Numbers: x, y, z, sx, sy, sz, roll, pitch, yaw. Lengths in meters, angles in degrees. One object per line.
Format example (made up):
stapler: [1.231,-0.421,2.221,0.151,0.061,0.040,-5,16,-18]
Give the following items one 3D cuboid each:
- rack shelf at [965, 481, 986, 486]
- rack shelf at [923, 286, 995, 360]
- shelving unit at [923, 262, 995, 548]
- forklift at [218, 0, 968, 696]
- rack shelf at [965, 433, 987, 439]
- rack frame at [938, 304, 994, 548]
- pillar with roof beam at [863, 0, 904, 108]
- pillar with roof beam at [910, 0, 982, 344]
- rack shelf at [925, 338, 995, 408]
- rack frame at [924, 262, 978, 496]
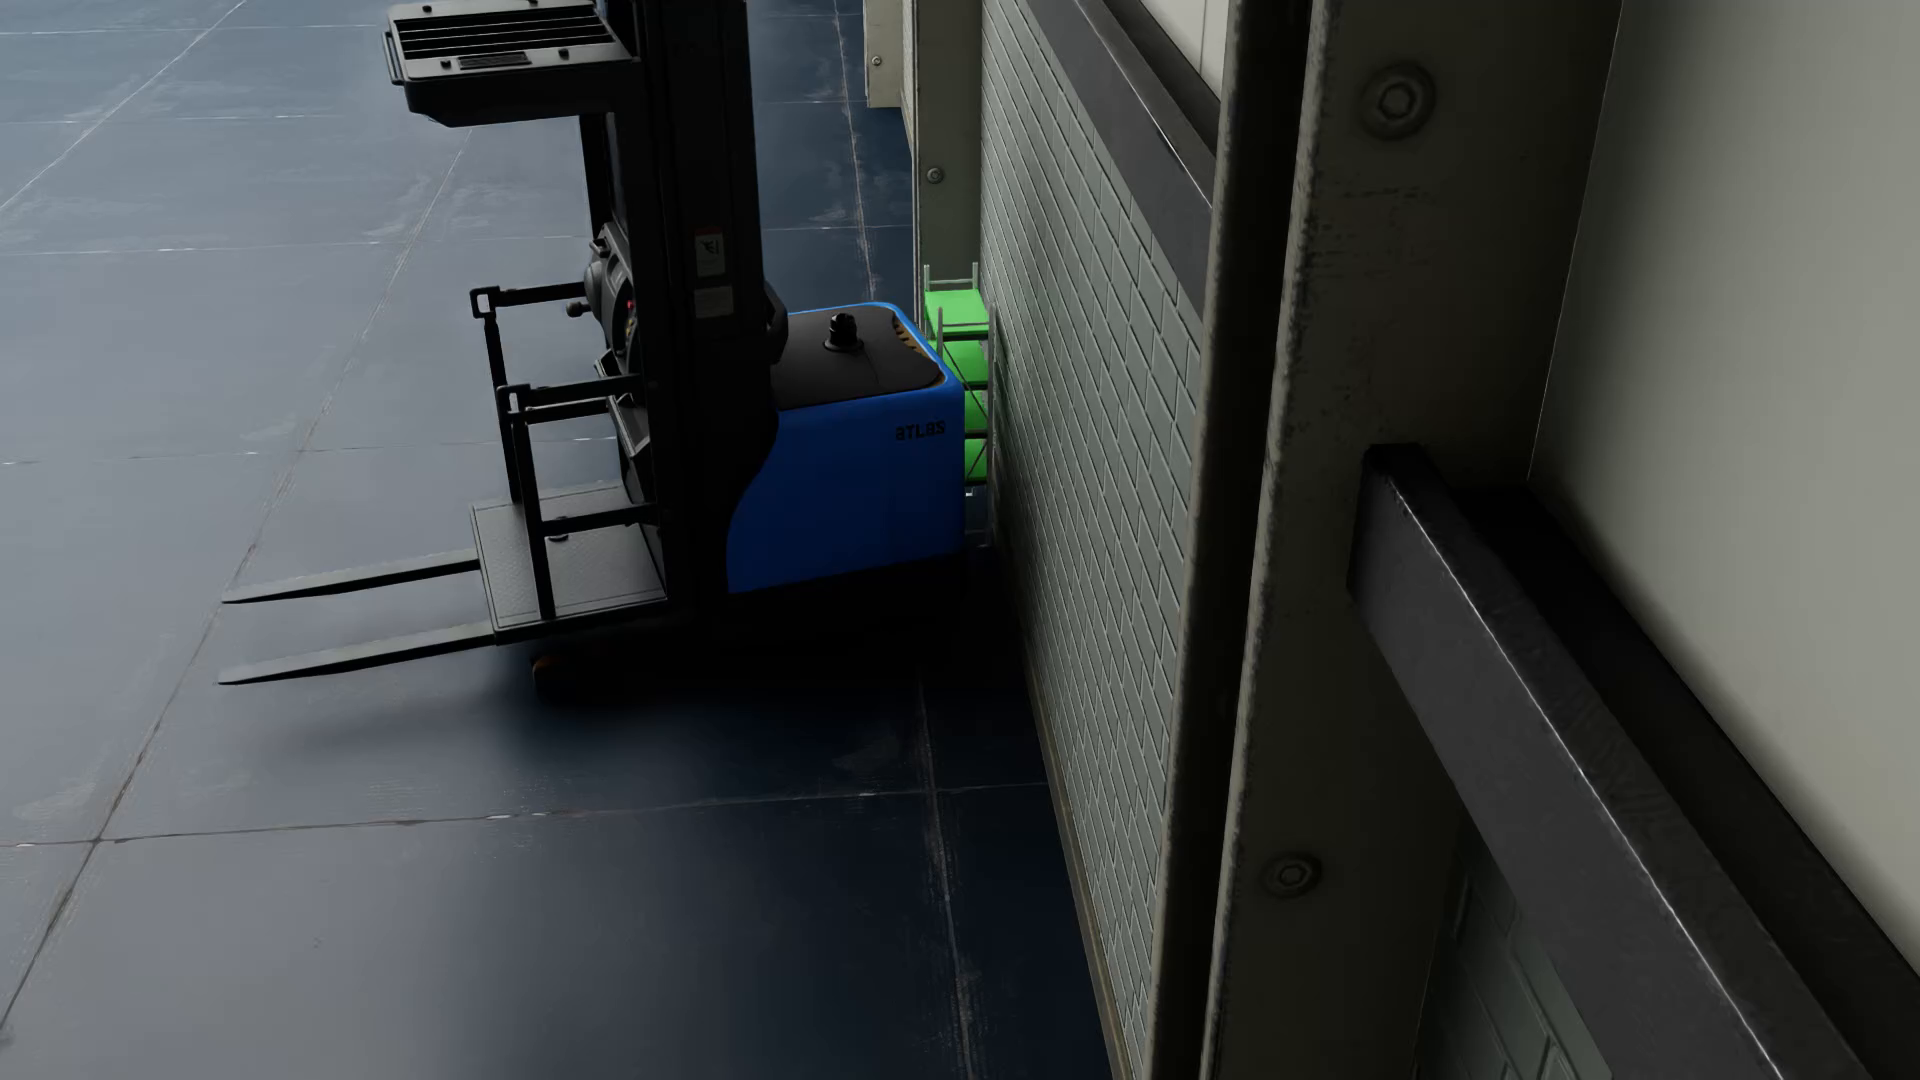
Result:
rack shelf: [-0.008,-0.367,7.731,0.199,0.029,0.442,-4,31,-7]
rack shelf: [-0.008,-0.960,7.376,0.258,0.148,0.480,-4,31,-7]
shelving unit: [-0.008,-0.603,7.590,0.258,1.200,0.503,-4,31,-7]
forklift: [-1.539,-0.937,6.461,3.031,2.935,1.130,-10,32,-17]
rack shelf: [-0.008,-0.573,7.608,0.199,0.029,0.442,-4,31,-7]
rack frame: [0.024,-0.479,7.382,0.240,1.200,0.015,-4,31,-7]
pillar with roof beam: [-4.911,-7.335,11.255,9.100,9.000,0.400,-3,31,-5]
pillar with roof beam: [-4.351,-4.272,6.127,9.100,9.000,0.400,-3,31,-5]
rack shelf: [-0.008,-0.754,7.499,0.258,0.148,0.480,-4,31,-7]
rack frame: [-0.040,-0.727,7.797,0.240,1.200,0.015,-4,31,-7]
